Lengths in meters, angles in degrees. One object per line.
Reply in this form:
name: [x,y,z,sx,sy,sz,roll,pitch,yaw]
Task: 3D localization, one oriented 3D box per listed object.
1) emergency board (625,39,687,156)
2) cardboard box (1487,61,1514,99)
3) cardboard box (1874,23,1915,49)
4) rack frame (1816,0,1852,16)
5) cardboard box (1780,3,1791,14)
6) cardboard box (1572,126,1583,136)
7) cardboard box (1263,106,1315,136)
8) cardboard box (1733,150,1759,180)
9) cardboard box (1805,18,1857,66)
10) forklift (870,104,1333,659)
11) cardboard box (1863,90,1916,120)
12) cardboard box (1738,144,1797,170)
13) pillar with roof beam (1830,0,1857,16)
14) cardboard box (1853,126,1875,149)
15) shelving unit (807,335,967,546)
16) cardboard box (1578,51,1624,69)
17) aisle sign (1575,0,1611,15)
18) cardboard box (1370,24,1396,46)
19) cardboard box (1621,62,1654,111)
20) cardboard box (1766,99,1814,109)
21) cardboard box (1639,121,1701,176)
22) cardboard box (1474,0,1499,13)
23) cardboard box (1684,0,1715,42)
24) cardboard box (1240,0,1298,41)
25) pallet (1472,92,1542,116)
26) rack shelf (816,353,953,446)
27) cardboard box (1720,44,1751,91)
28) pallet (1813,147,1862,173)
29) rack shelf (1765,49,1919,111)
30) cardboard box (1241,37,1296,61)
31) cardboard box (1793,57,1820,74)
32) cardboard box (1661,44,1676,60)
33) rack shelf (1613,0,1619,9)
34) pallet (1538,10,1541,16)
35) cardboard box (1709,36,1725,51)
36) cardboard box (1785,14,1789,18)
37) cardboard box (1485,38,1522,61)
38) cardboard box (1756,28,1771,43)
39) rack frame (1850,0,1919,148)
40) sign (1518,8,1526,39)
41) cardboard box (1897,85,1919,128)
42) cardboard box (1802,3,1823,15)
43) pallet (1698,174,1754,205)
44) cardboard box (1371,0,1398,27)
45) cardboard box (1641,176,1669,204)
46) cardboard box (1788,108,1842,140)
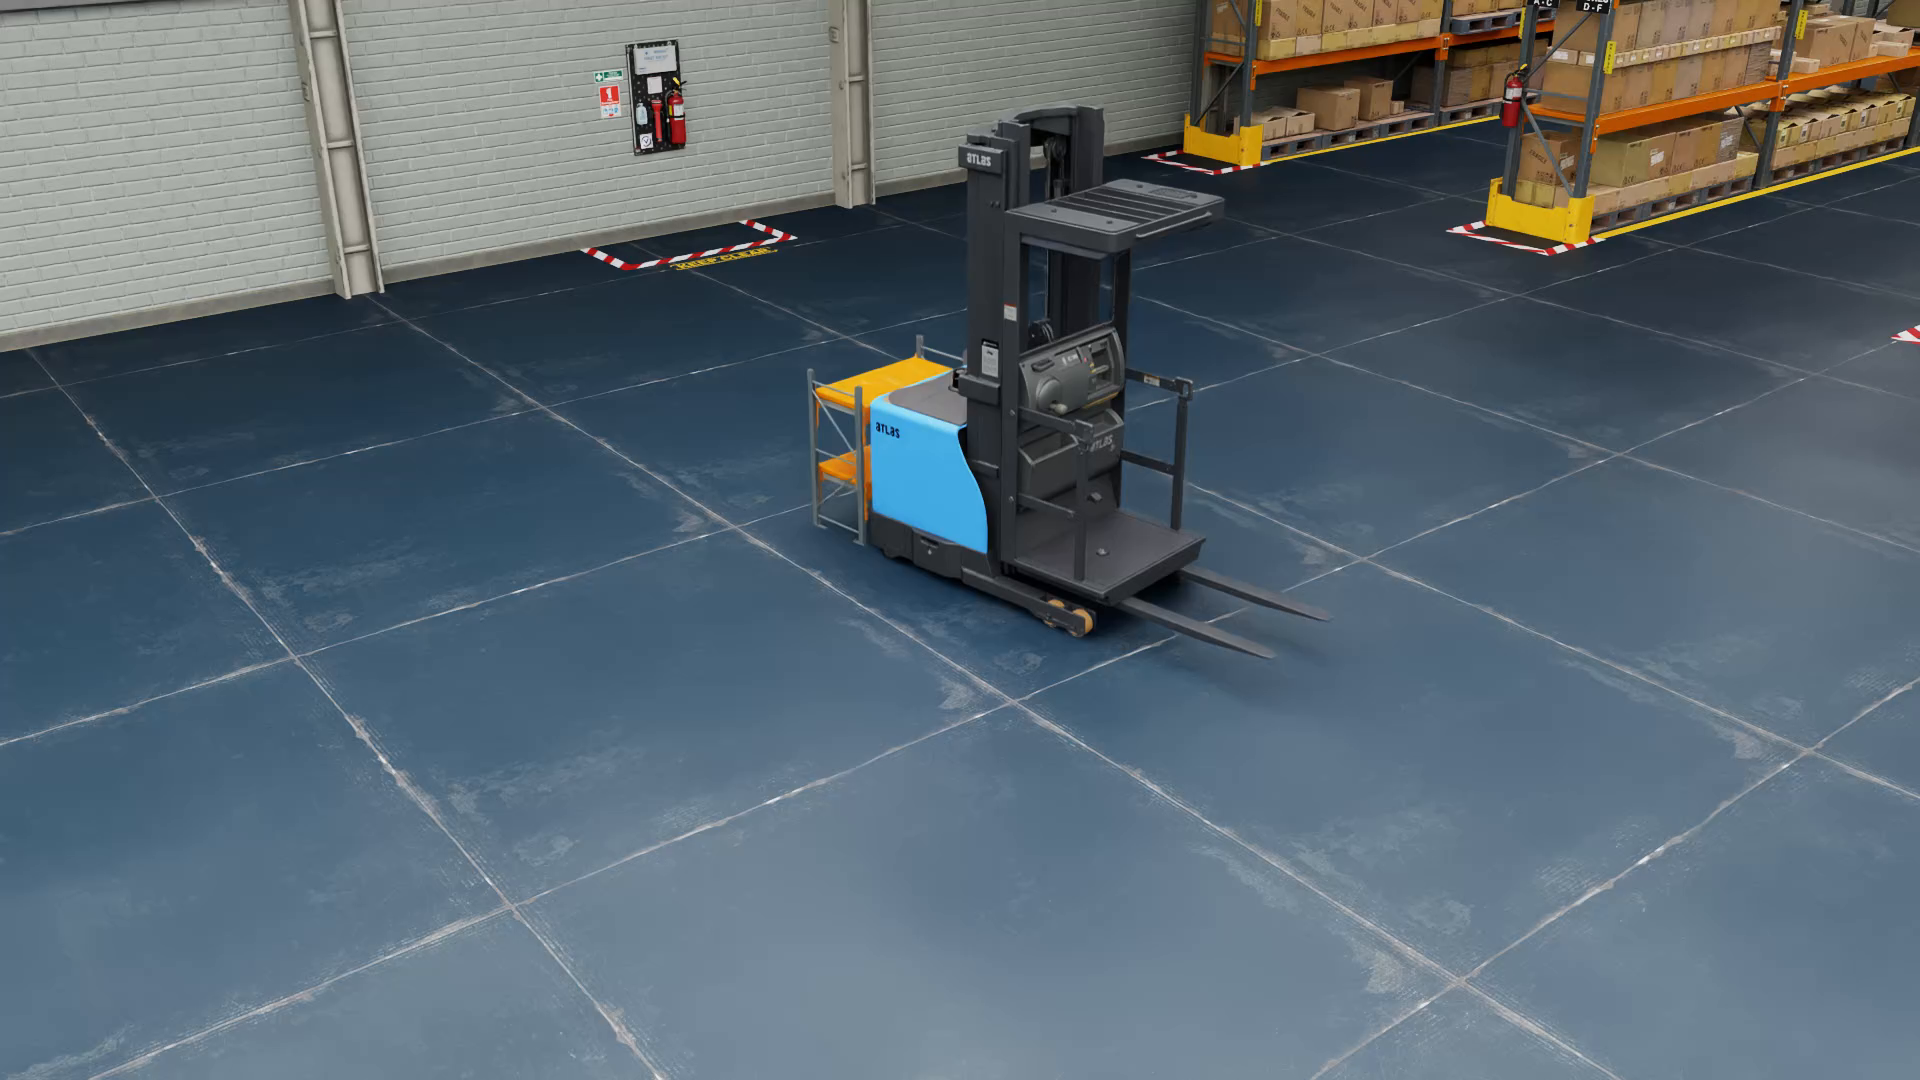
emergency board: [-3.226,-4.760,17.944,0.643,1.169,0.194,-18,31,-34]
cardboard box: [7.965,-7.051,25.327,0.500,0.500,0.700,-18,30,-33]
cardboard box: [12.488,-6.798,22.439,0.500,0.311,0.500,-16,29,-31]
rack frame: [16.037,-10.636,30.605,0.127,3.000,1.000,-18,31,-34]
cardboard box: [14.927,-9.674,30.231,0.250,0.149,0.380,-18,30,-34]
cardboard box: [7.522,-4.626,19.531,0.500,0.500,0.500,-18,31,-34]
cardboard box: [4.495,-5.758,22.765,0.500,0.311,0.500,-15,29,-30]
cardboard box: [9.423,-4.629,20.429,0.500,0.250,0.500,-18,31,-34]
cardboard box: [11.077,-6.385,21.326,0.500,0.500,0.500,-18,30,-34]
forklift: [0.839,-0.995,9.912,3.031,2.935,1.130,21,32,37]
cardboard box: [12.541,-5.898,22.496,0.500,0.311,0.500,-17,30,-33]
cardboard box: [10.124,-4.845,20.893,0.500,0.250,0.500,-19,31,-35]
pillar with roof beam: [20.284,-12.919,28.397,0.400,9.000,9.100,-18,31,-34]
cardboard box: [11.737,-5.379,22.044,0.500,0.250,0.500,-17,30,-33]
shelving unit: [-0.468,-0.701,11.424,0.538,1.125,1.048,22,33,39]
cardboard box: [6.947,-5.210,18.024,0.250,0.149,0.380,-19,31,-34]
aisle sign: [6.643,-5.900,17.313,0.004,0.787,0.394,-18,31,-34]
cardboard box: [5.625,-6.974,22.868,0.500,0.250,0.500,-18,31,-34]
cardboard box: [7.291,-5.140,18.644,0.500,0.500,0.700,-17,30,-33]
cardboard box: [10.993,-5.672,22.010,0.500,0.311,0.500,-19,31,-35]
cardboard box: [8.247,-4.578,19.427,0.500,0.500,0.500,-18,31,-34]
cardboard box: [7.460,-8.028,24.342,0.500,0.500,0.700,-15,29,-29]
cardboard box: [8.123,-6.004,18.964,0.500,0.500,0.700,-18,31,-34]
cardboard box: [4.007,-6.786,21.571,0.500,0.500,0.500,-18,31,-34]
pallet: [8.166,-6.775,25.598,1.213,0.211,1.003,-18,31,-34]
rack shelf: [-0.468,-0.966,11.301,0.538,0.278,1.000,22,33,39]
cardboard box: [8.897,-5.668,19.780,0.500,0.500,0.700,-19,31,-35]
pallet: [11.170,-5.137,22.068,1.213,0.211,1.003,-18,31,-34]
rack shelf: [11.227,-6.072,21.625,4.000,0.370,1.077,-18,31,-34]
cardboard box: [4.026,-6.442,21.723,0.500,0.250,0.500,-19,31,-35]
cardboard box: [10.477,-5.927,20.757,0.250,0.149,0.380,-18,31,-34]
cardboard box: [7.759,-5.479,18.603,0.250,0.149,0.380,-19,31,-36]
rack shelf: [8.080,-6.394,18.755,4.000,0.370,1.077,-18,31,-34]
pallet: [9.246,-8.251,25.692,1.003,0.211,1.213,-18,31,-34]
cardboard box: [8.572,-5.748,19.182,0.250,0.149,0.380,-17,30,-33]
cardboard box: [14.759,-9.217,30.017,0.500,0.500,0.700,-19,31,-36]
cardboard box: [8.318,-7.497,25.397,0.500,0.250,0.500,-18,31,-34]
cardboard box: [9.376,-6.013,19.754,0.250,0.149,0.380,-19,31,-35]
rack frame: [12.801,-6.918,22.593,0.127,3.000,1.000,-18,31,-34]
sign: [6.182,-5.656,18.217,0.005,0.325,0.100,-18,31,-34]
cardboard box: [13.336,-6.007,23.077,0.500,0.500,0.500,-17,30,-32]
cardboard box: [15.358,-9.612,30.097,0.250,0.149,0.380,-17,30,-33]
pallet: [9.002,-4.421,20.526,1.213,0.211,1.003,-18,31,-34]
cardboard box: [5.620,-7.316,22.714,0.500,0.500,0.500,-19,31,-35]
cardboard box: [7.850,-4.110,19.309,0.500,0.250,0.500,-18,31,-34]
cardboard box: [10.936,-5.365,21.347,0.500,0.311,0.500,-19,31,-36]
